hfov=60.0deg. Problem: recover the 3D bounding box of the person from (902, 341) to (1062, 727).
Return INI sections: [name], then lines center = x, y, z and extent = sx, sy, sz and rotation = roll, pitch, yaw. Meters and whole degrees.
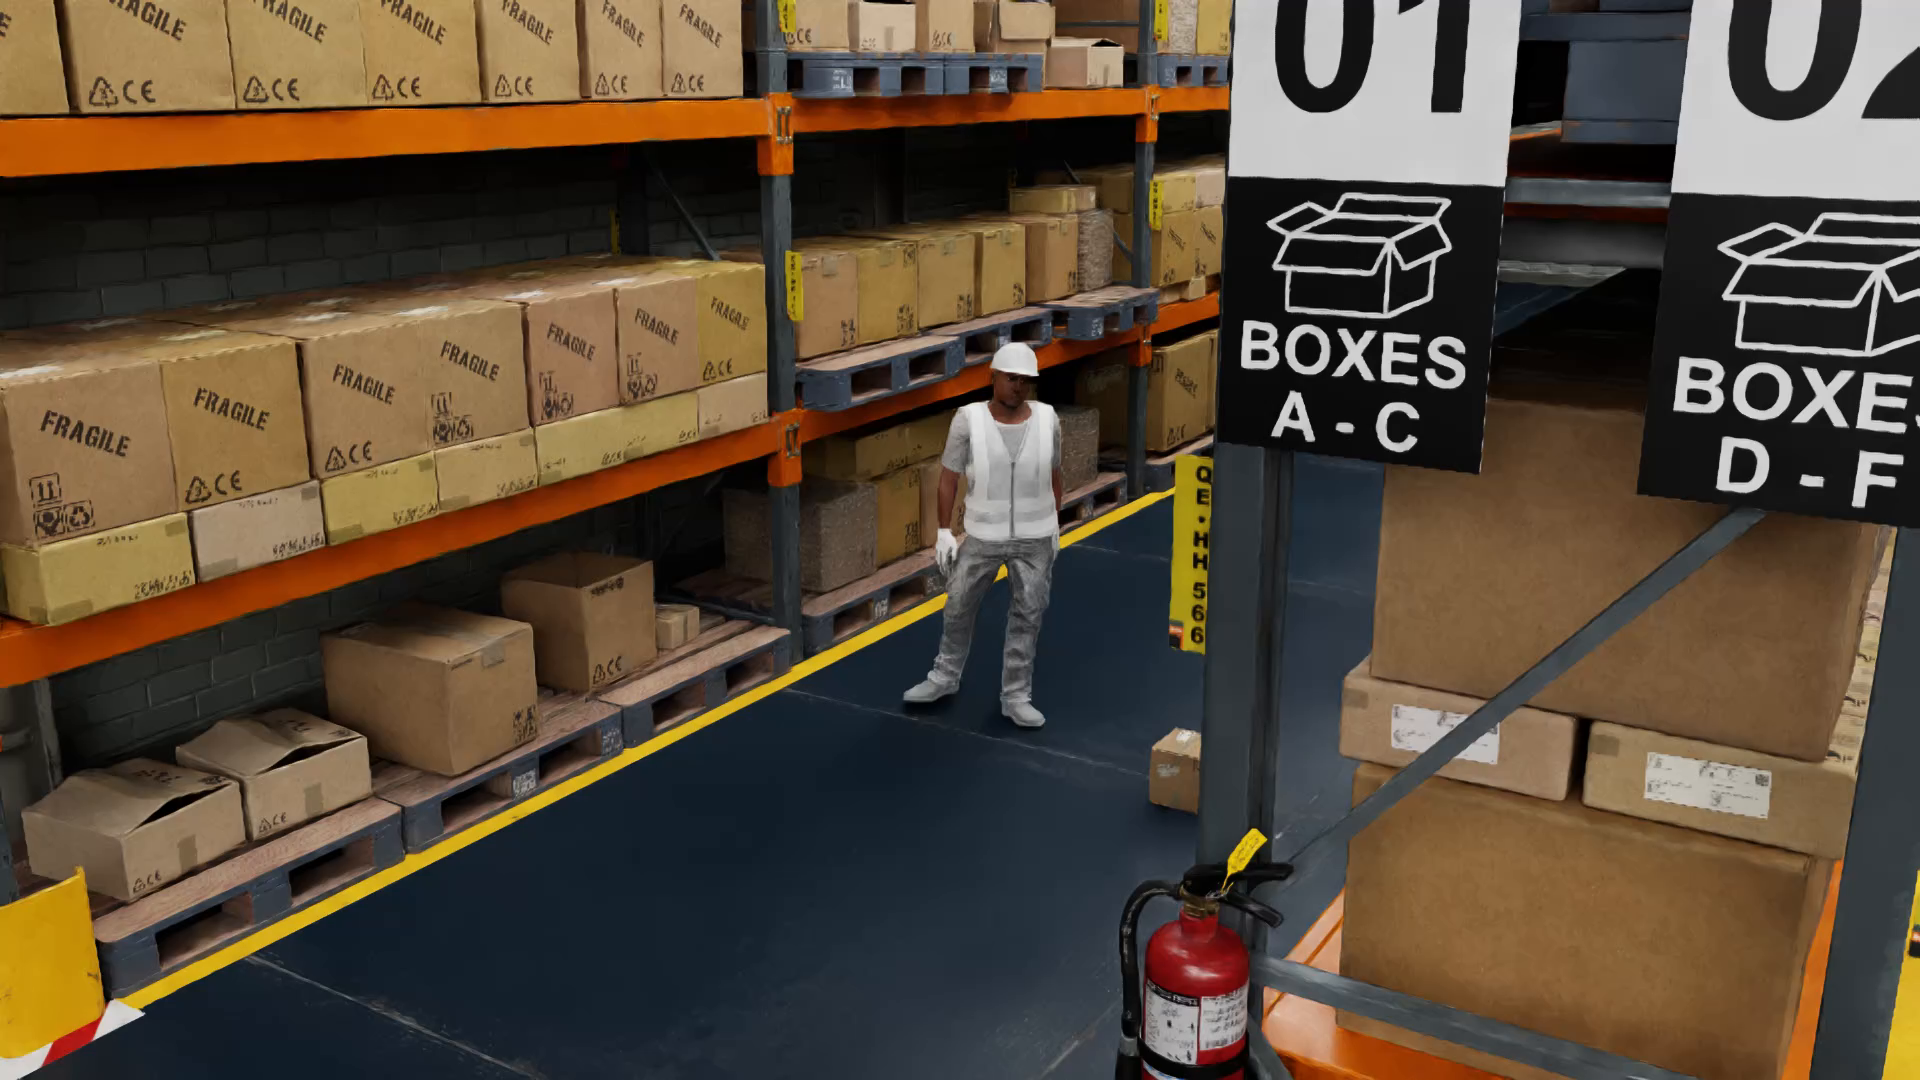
[person]
center = 0.099, -0.036, 7.619
extent = 0.738, 1.779, 0.480
rotation = -1, 16, -4
